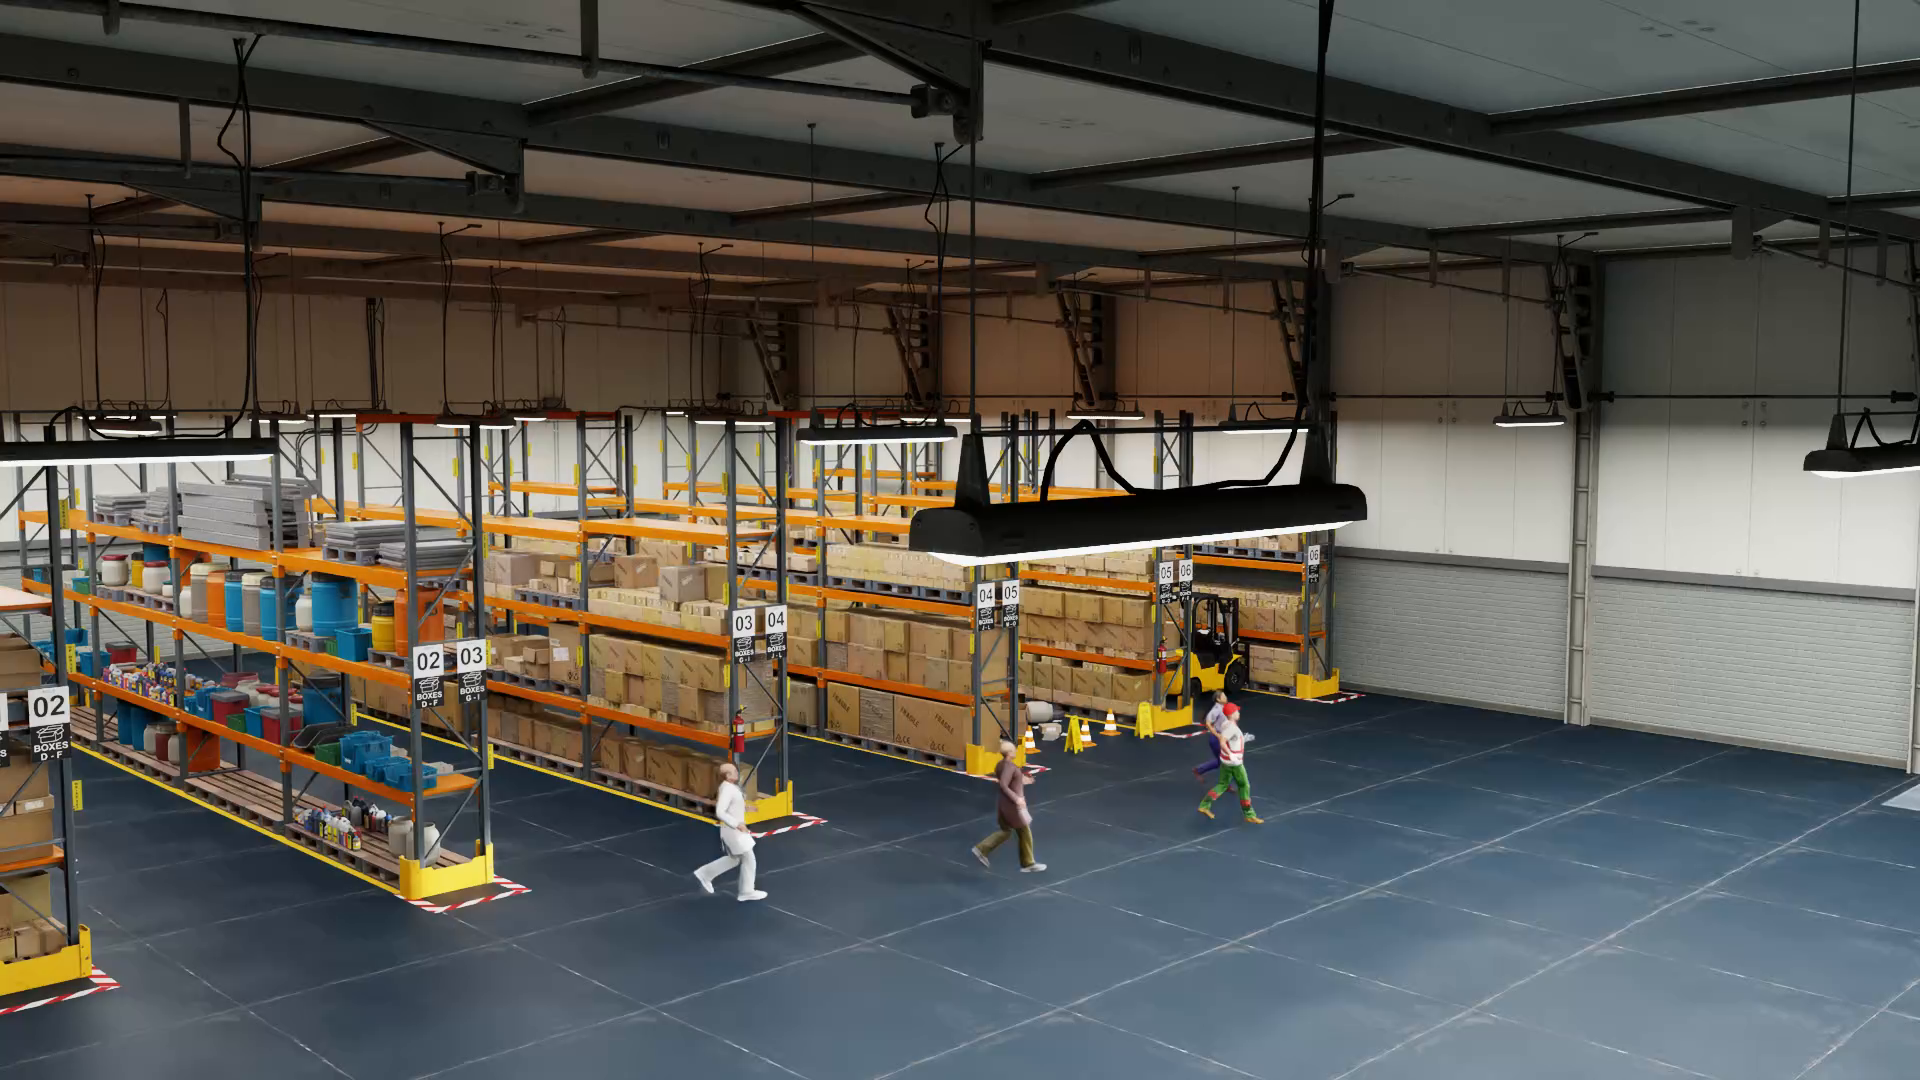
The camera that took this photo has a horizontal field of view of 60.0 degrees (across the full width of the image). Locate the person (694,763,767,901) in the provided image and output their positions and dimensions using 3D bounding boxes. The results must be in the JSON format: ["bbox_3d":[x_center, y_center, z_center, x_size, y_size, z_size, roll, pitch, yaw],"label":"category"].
[{"bbox_3d":[-2.873,3.654,20.784,0.903,1.745,0.720,-1,5,-13],"label":"person"}]

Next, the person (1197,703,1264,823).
[{"bbox_3d":[3.998,3.281,24.477,0.980,1.787,0.659,-1,5,-9],"label":"person"}]

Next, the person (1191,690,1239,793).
[{"bbox_3d":[4.122,3.219,26.642,0.735,1.648,0.601,1,5,12],"label":"person"}]

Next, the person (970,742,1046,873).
[{"bbox_3d":[0.652,3.532,21.955,1.021,1.754,0.715,-2,5,-18],"label":"person"}]
